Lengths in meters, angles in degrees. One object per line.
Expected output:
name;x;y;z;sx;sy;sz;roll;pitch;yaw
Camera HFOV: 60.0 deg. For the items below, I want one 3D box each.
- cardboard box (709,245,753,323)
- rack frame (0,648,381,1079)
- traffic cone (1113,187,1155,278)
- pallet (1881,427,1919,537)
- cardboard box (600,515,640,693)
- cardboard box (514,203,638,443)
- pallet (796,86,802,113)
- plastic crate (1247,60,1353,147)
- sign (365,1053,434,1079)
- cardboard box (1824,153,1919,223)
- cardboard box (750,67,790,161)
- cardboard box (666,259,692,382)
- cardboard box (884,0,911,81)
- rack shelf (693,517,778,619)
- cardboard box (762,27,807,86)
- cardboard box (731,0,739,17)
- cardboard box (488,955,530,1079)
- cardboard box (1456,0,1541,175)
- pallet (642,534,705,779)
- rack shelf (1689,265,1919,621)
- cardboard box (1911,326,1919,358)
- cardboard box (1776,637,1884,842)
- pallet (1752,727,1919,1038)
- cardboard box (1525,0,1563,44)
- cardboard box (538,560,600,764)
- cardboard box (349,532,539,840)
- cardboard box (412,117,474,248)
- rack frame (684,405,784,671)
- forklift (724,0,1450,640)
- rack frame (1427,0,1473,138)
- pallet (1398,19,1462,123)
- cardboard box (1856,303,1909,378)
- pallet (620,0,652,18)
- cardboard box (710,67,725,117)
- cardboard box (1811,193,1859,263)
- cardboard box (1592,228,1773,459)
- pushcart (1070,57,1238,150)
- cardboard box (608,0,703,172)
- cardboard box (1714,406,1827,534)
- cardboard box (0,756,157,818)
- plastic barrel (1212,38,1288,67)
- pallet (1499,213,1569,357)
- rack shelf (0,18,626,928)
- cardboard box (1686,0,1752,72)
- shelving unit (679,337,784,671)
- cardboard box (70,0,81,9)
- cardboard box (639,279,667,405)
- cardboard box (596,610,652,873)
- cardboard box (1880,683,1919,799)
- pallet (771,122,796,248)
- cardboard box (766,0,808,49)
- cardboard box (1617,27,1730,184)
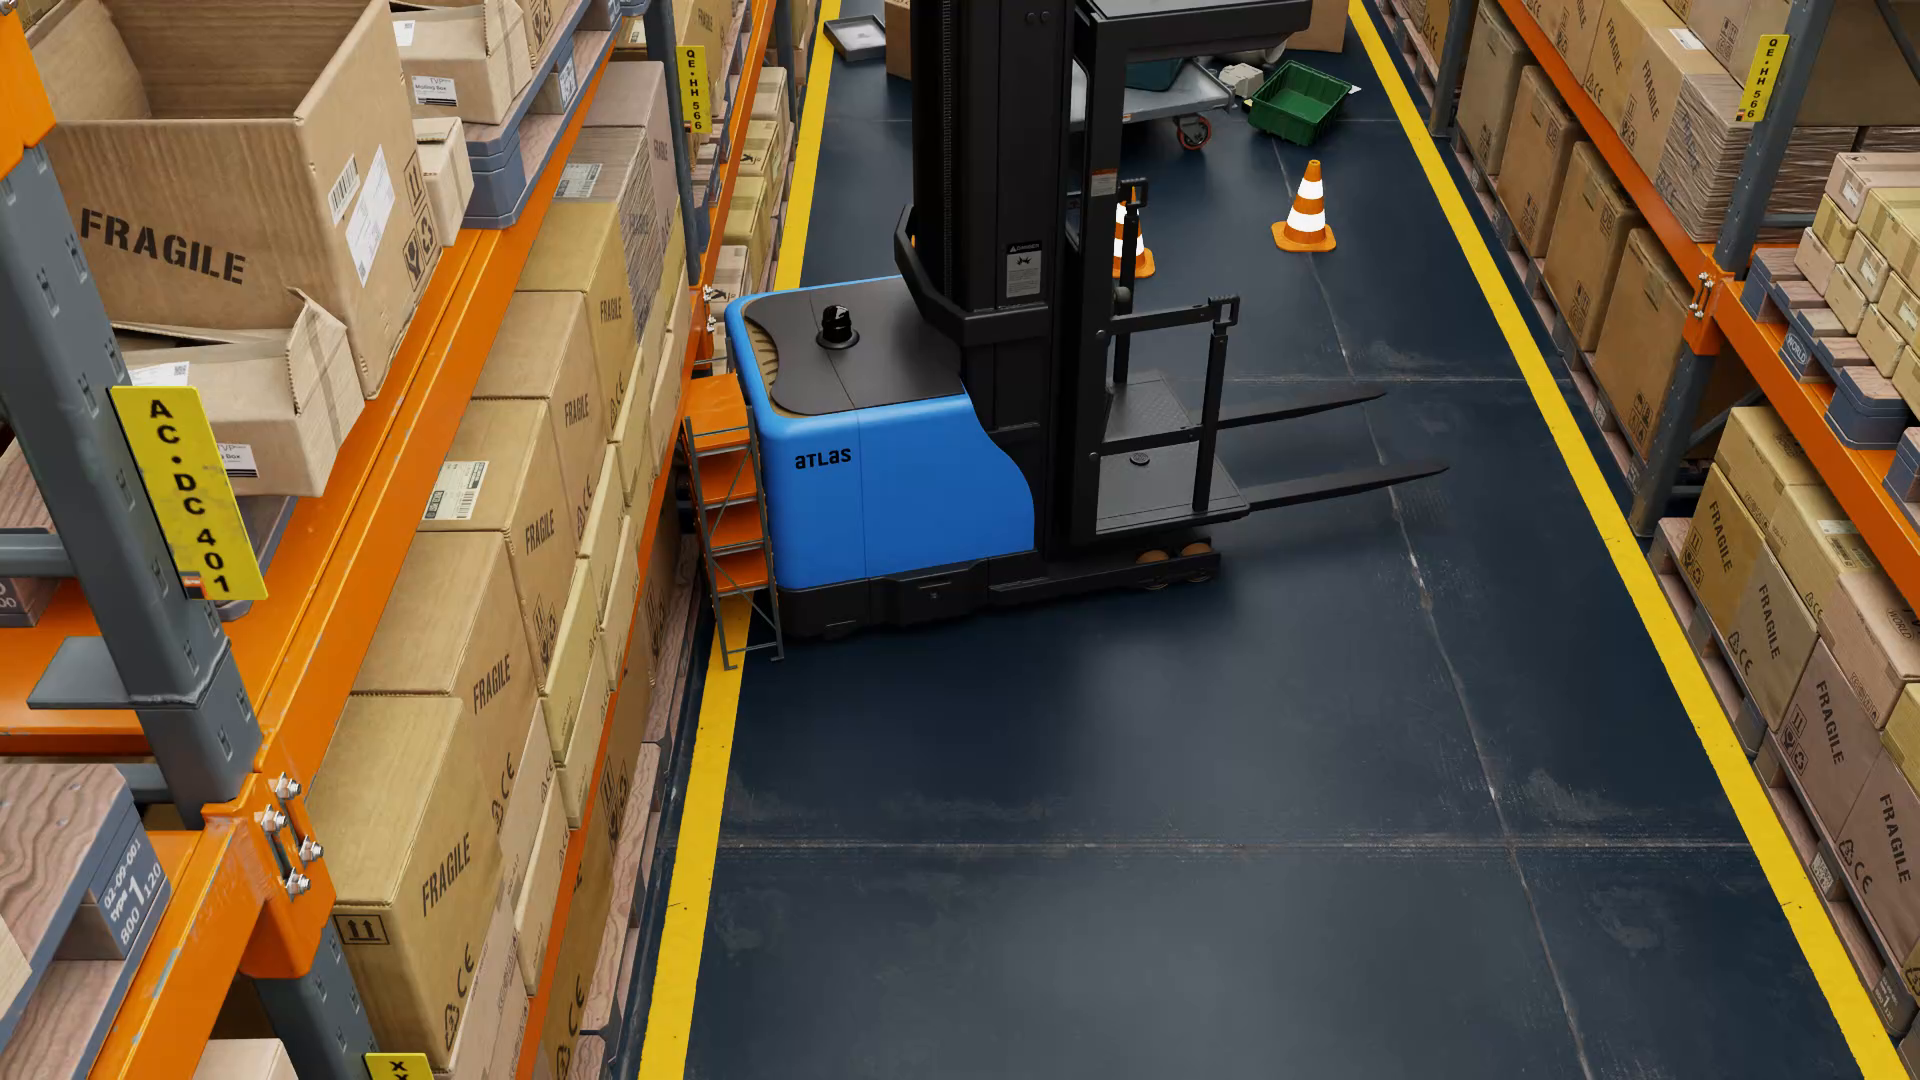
cardboard box;-1.500;-1.102;7.991;0.950;0.372;0.625;-1;39;-1
rack frame;-1.496;1.353;3.163;1.000;3.000;0.127;0;39;0
traffic cone;0.897;-1.705;9.007;0.336;0.463;0.334;0;39;0
pallet;3.493;0.098;4.883;1.003;0.211;1.213;0;39;0
cardboard box;-1.210;0.180;4.747;0.500;0.250;0.500;-1;39;-1
cardboard box;-1.236;-0.623;4.749;0.500;0.500;0.500;0;39;0
pallet;-1.541;-2.981;10.802;1.003;0.211;1.213;0;39;0
plastic crate;2.135;-2.749;10.485;0.450;0.188;0.662;27;45;16
sign;-0.941;0.983;2.869;0.100;0.325;0.005;0;39;0
cardboard box;3.256;-1.221;5.765;0.380;0.149;0.250;0;39;0
cardboard box;-1.502;-2.460;9.687;0.950;0.372;0.625;0;39;1
cardboard box;-1.240;-0.774;5.937;0.500;0.250;0.500;-1;39;-2
cardboard box;-0.146;-3.346;11.024;0.500;0.500;0.500;28;46;30
rack shelf;-0.892;0.085;6.596;0.258;0.148;0.480;-11;39;-11
cardboard box;-1.236;-3.110;10.595;0.500;0.250;0.500;-2;39;-2
cardboard box;-1.277;-2.720;7.591;0.500;0.500;0.500;-1;39;-2
cardboard box;-1.232;1.136;3.553;0.500;0.250;0.500;-1;39;-1
cardboard box;3.536;-2.614;9.577;1.050;0.750;0.750;0;39;0
pallet;-1.575;0.433;6.541;1.003;0.211;1.213;0;39;0
rack shelf;3.452;0.316;5.032;1.077;0.370;4.000;0;39;0
cardboard box;3.256;-0.600;5.228;0.380;0.149;0.250;0;39;0
cardboard box;3.205;0.674;5.673;0.500;0.500;0.500;-1;39;-1
pallet;3.447;1.123;5.680;1.003;0.211;1.213;0;39;0
cardboard box;3.176;-2.798;8.263;0.500;0.500;0.500;0;39;0
cardboard box;-1.217;0.300;4.198;0.500;0.250;0.500;0;39;1
cardboard box;-1.237;0.330;3.560;0.500;0.500;0.500;0;39;0
cardboard box;-1.147;-0.682;3.154;0.380;0.166;0.250;-3;39;-3
rack frame;-0.836;0.020;6.246;0.240;1.200;0.015;-11;39;-11
forklift;0.602;-1.245;6.460;3.031;2.935;1.130;-10;40;-12
rack frame;3.445;-3.716;9.489;1.000;3.000;0.127;0;39;0
pallet;3.522;-3.104;10.954;1.003;0.211;1.213;0;39;0
cardboard box;3.249;-0.664;5.546;0.380;0.149;0.250;2;39;2
pallet;-1.447;-1.842;4.903;1.213;0.211;1.003;2;39;2
cardboard box;-1.215;-1.938;7.134;0.380;0.149;0.250;0;39;0
cardboard box;3.249;-1.095;5.845;0.380;0.149;0.250;2;39;2
cardboard box;3.539;-0.882;7.415;1.050;0.750;0.750;-1;39;-1
pushcart;0.775;-2.659;10.267;1.648;0.377;0.936;-13;40;-16
cardboard box;-1.270;-1.749;6.380;0.500;0.500;0.500;-1;39;-1
cardboard box;3.208;-0.265;6.245;0.500;0.250;0.500;-2;39;-2
cardboard box;-1.747;0.645;3.167;0.500;0.500;0.500;1;39;1
plastic barrel;1.910;-3.419;11.178;0.512;0.421;0.421;28;46;30
pallet;3.525;-1.381;8.804;1.003;0.211;1.213;0;39;0
rack shelf;-1.498;-0.787;4.010;1.077;0.370;4.000;0;39;0
cardboard box;3.457;-2.241;6.769;0.700;0.500;0.500;-1;39;-1
shelving unit;-0.900;-0.124;6.432;0.258;1.200;0.503;-11;39;-11
cardboard box;-6.170;-3.676;11.302;0.500;0.250;0.500;1;39;1
cardboard box;-1.242;-0.661;5.397;0.500;0.250;0.500;-1;39;-1
cardboard box;-1.586;0.507;5.582;0.875;0.875;0.875;0;39;1
cardboard box;3.198;0.688;5.057;0.500;0.250;0.500;-2;39;-2
pallet;-1.503;-2.075;9.670;1.003;0.211;1.213;0;39;0
cardboard box;-1.236;-3.402;10.360;0.500;0.500;0.500;2;39;2
cardboard box;3.181;-1.847;7.077;0.500;0.500;0.500;0;39;0
